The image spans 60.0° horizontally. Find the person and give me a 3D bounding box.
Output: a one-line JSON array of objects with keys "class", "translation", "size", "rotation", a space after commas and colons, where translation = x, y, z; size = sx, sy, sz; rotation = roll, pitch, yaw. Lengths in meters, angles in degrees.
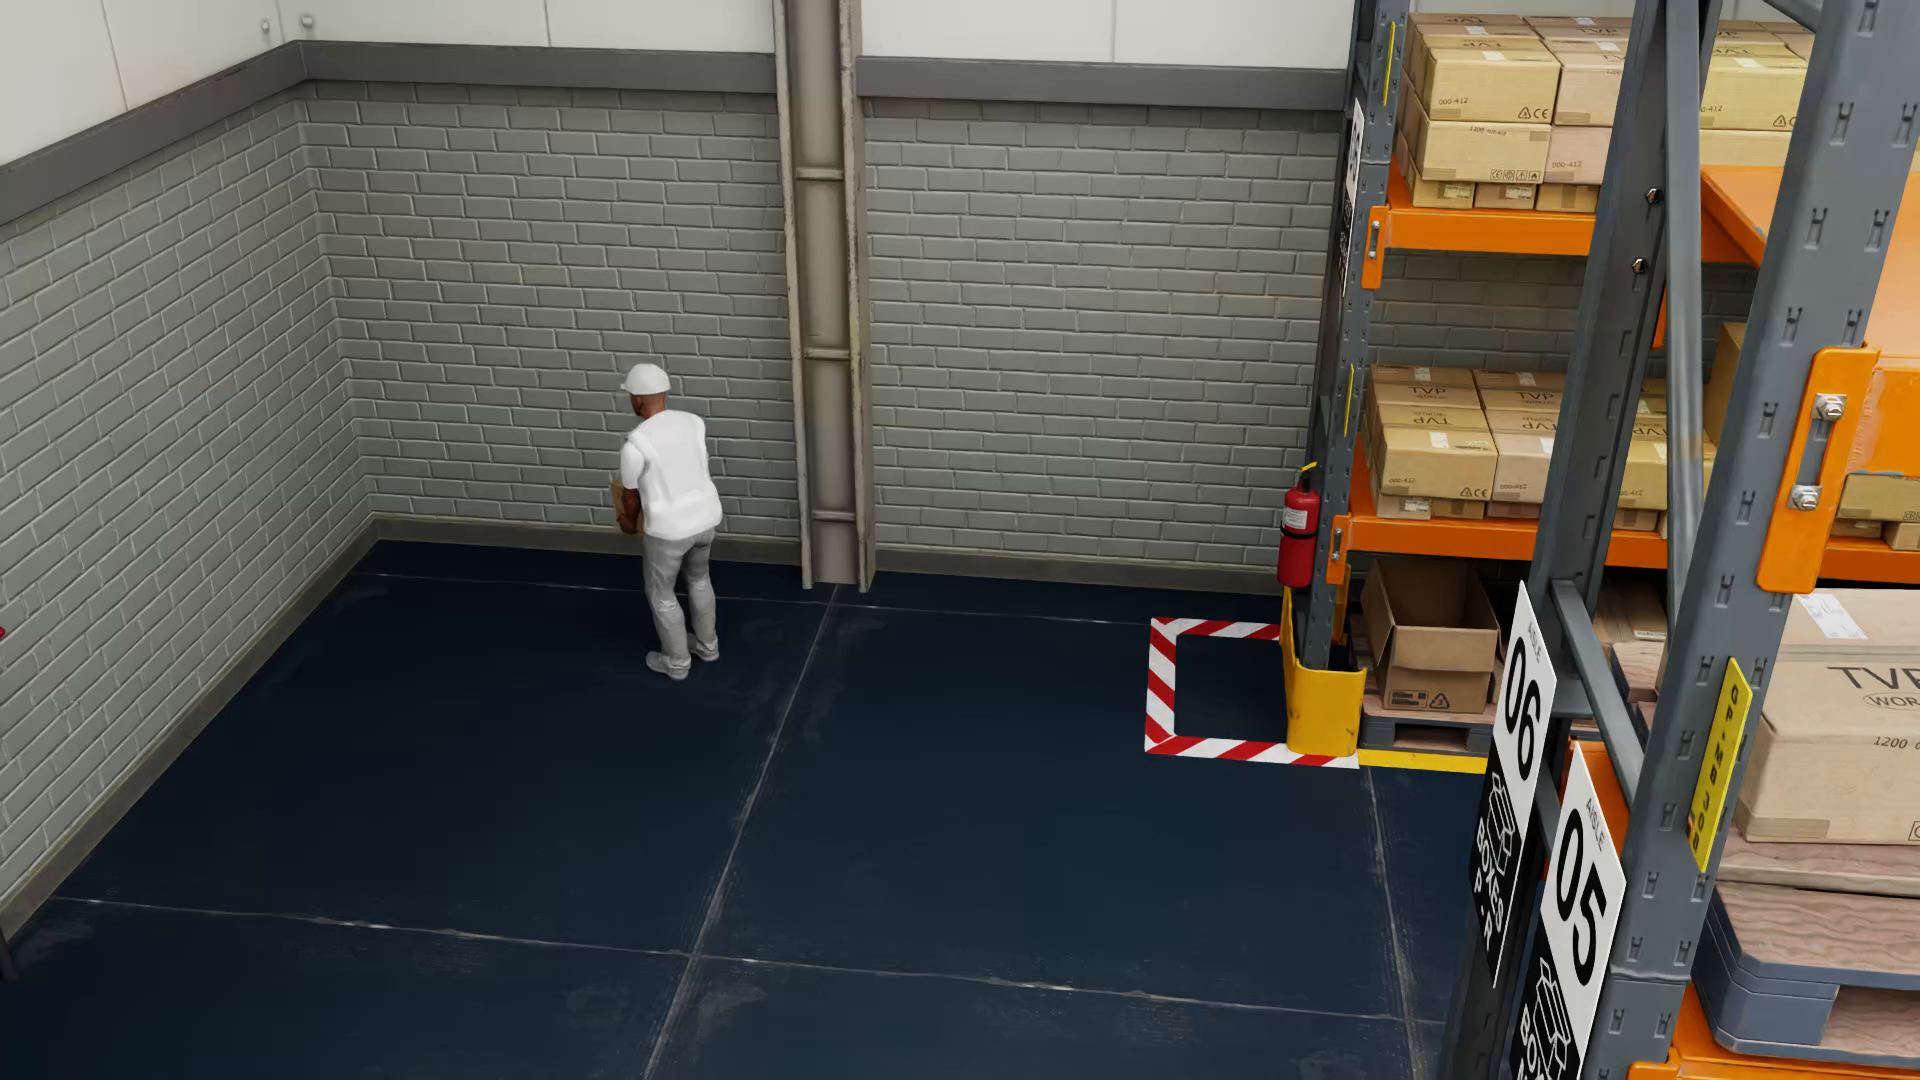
[{"class": "person", "translation": [-1.561, -0.112, 8.837], "size": [0.602, 1.736, 0.500], "rotation": [25, 37, 38]}]
